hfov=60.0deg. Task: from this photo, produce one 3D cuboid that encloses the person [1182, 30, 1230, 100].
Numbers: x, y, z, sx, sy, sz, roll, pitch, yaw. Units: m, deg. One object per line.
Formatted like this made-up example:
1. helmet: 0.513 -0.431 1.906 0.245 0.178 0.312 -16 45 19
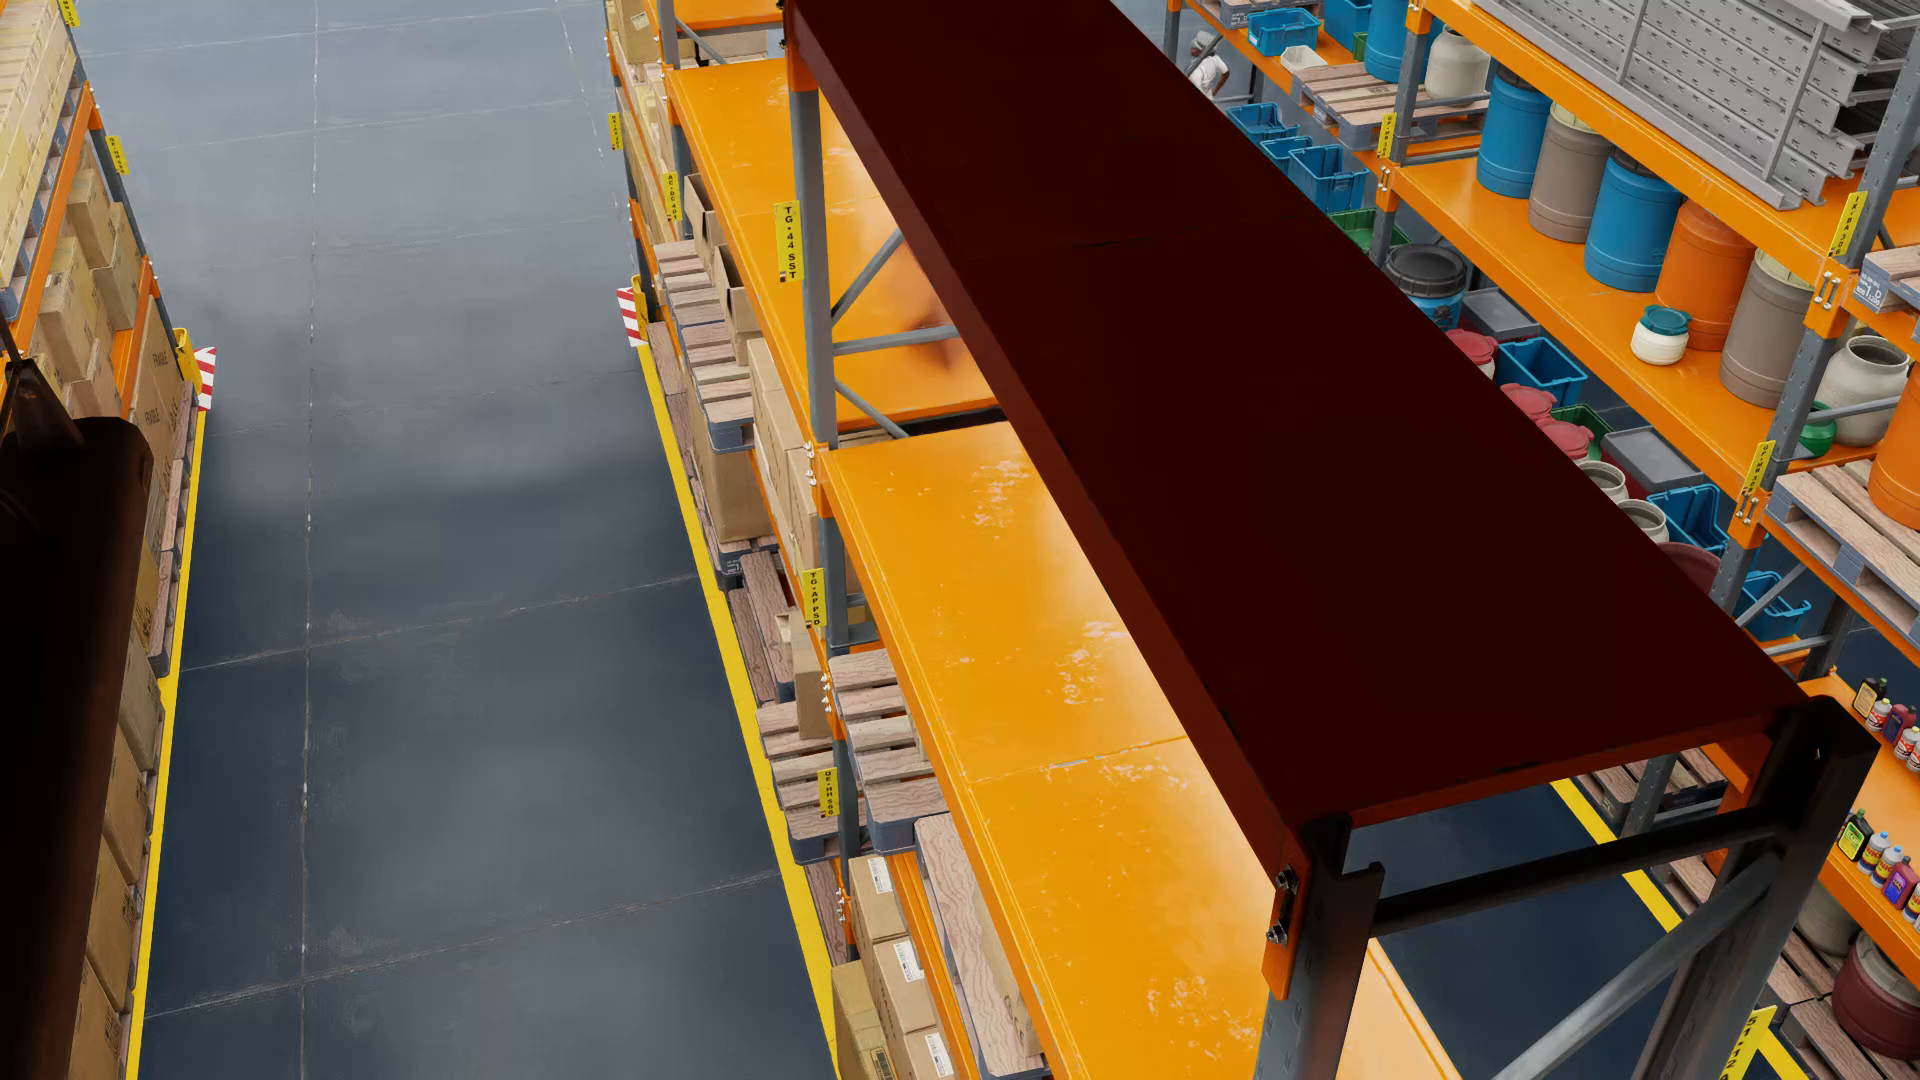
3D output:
1. person: 2.387 -4.413 17.039 0.837 1.689 0.609 16 41 19
